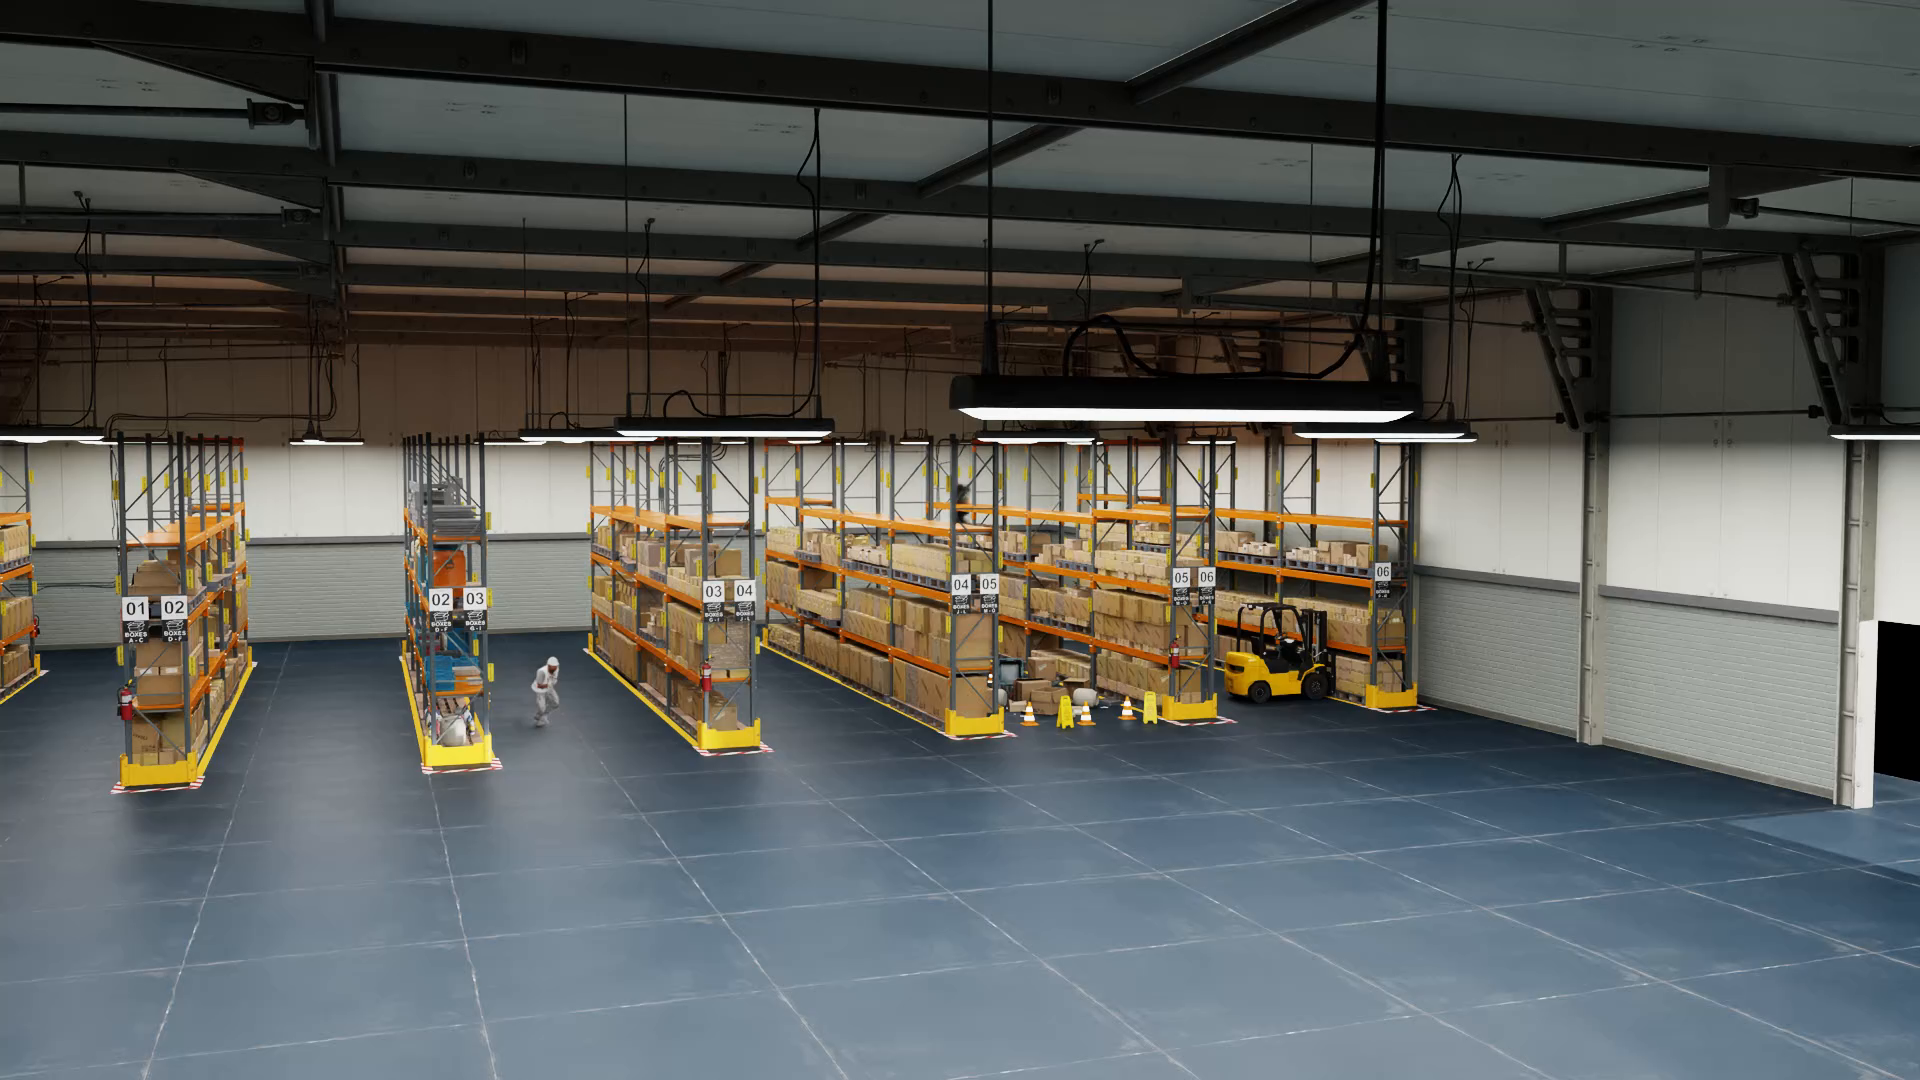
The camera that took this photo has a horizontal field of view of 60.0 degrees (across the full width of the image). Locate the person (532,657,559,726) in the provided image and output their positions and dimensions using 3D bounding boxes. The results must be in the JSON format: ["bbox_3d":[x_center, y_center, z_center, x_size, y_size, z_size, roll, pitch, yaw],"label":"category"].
[{"bbox_3d":[-8.424,3.085,33.903,1.001,1.478,0.672,3,4,40],"label":"person"}]
